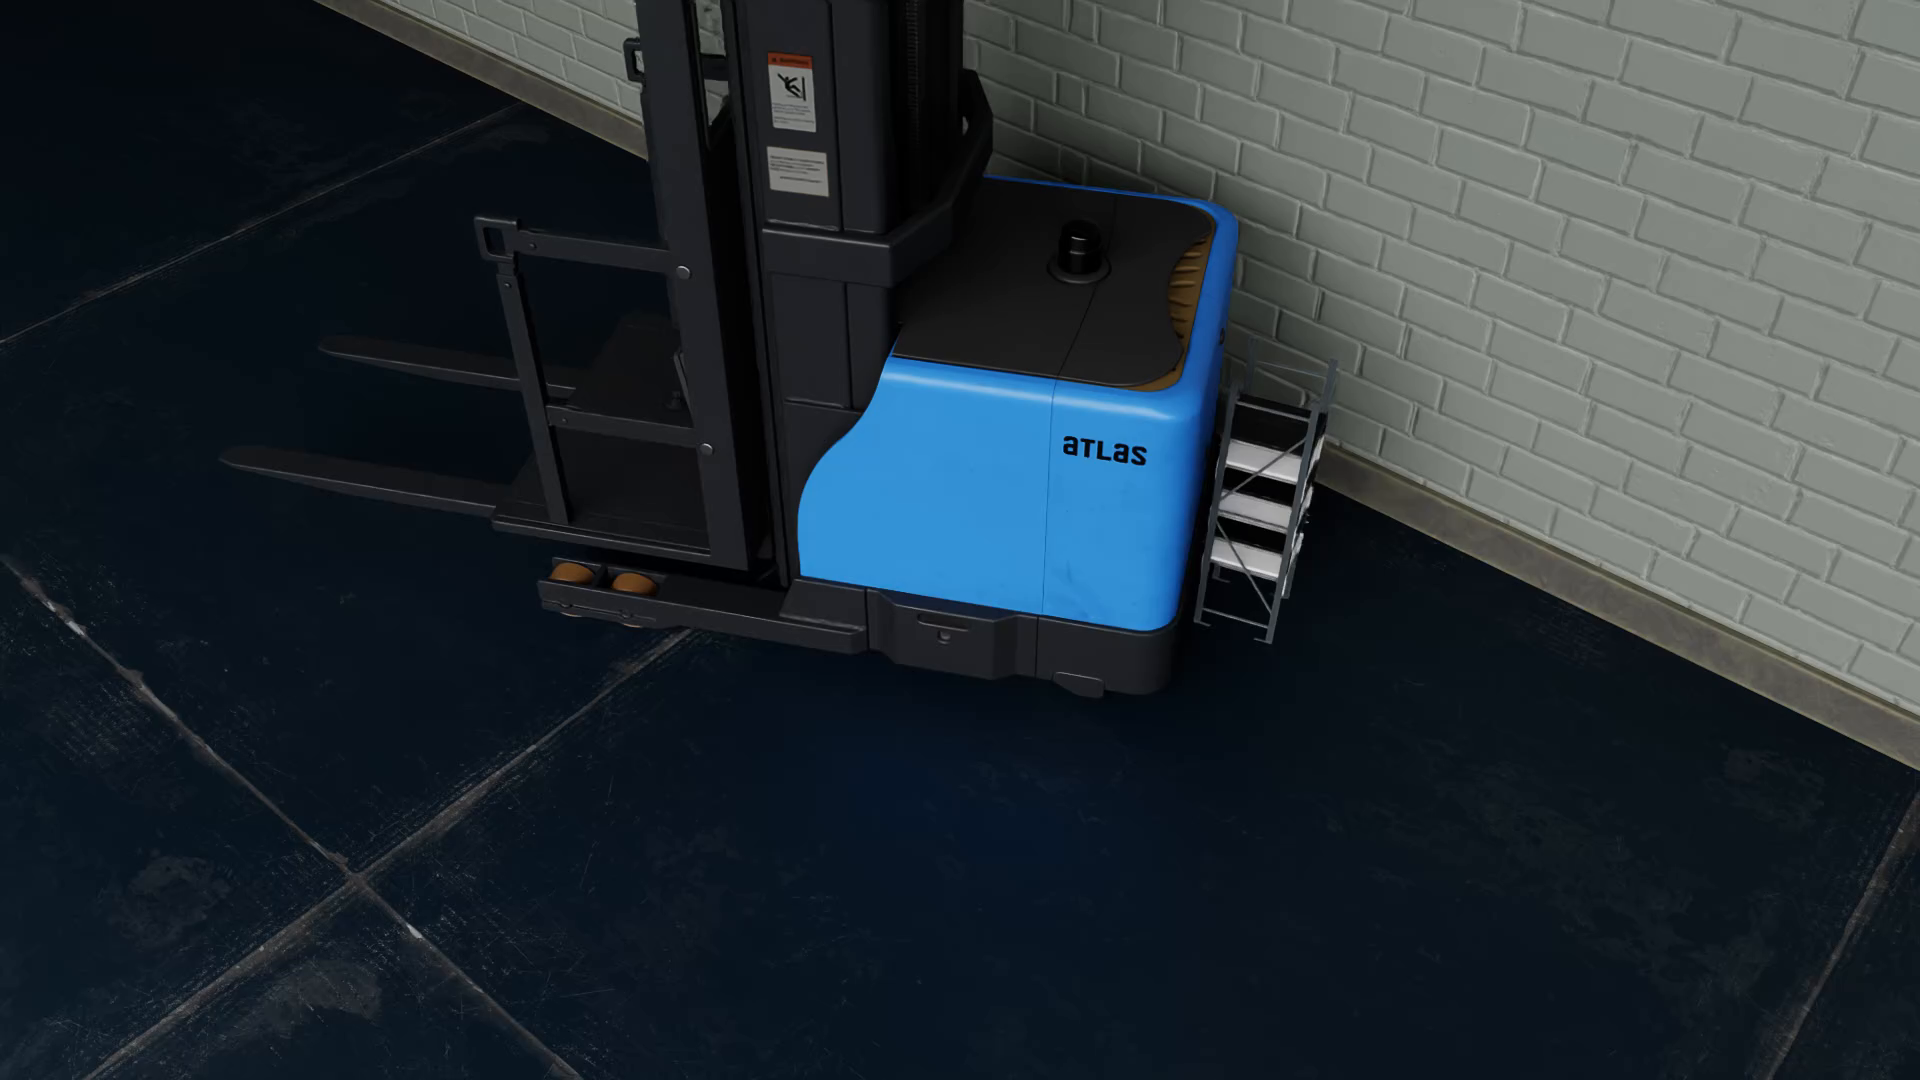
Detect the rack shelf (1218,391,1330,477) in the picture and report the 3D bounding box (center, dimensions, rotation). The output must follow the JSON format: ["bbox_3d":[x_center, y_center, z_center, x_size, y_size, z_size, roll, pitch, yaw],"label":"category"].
[{"bbox_3d":[0.858,-0.292,4.547,0.258,0.077,0.200,16,45,16],"label":"rack shelf"}]

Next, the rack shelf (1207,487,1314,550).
[{"bbox_3d":[0.855,-0.094,4.730,0.258,0.077,0.200,16,45,16],"label":"rack shelf"}]

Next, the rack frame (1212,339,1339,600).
[{"bbox_3d":[0.894,-0.182,4.777,0.240,0.900,0.006,16,45,16],"label":"rack frame"}]

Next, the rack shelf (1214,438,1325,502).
[{"bbox_3d":[0.857,-0.226,4.608,0.258,0.077,0.200,16,45,16],"label":"rack shelf"}]

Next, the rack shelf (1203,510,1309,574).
[{"bbox_3d":[0.853,-0.028,4.791,0.258,0.077,0.200,16,45,16],"label":"rack shelf"}]

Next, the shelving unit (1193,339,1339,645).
[{"bbox_3d":[0.855,-0.118,4.707,0.258,0.900,0.210,16,45,16],"label":"shelving unit"}]

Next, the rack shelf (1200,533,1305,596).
[{"bbox_3d":[0.852,0.038,4.852,0.258,0.077,0.200,16,45,16],"label":"rack shelf"}]

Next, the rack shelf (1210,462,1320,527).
[{"bbox_3d":[0.856,-0.160,4.669,0.258,0.077,0.200,16,45,16],"label":"rack shelf"}]

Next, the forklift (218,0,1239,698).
[{"bbox_3d":[-0.772,-1.159,4.346,3.031,2.935,1.130,9,43,10],"label":"forklift"}]

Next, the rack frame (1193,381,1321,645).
[{"bbox_3d":[0.816,-0.055,4.638,0.240,0.900,0.006,16,45,16],"label":"rack frame"}]
